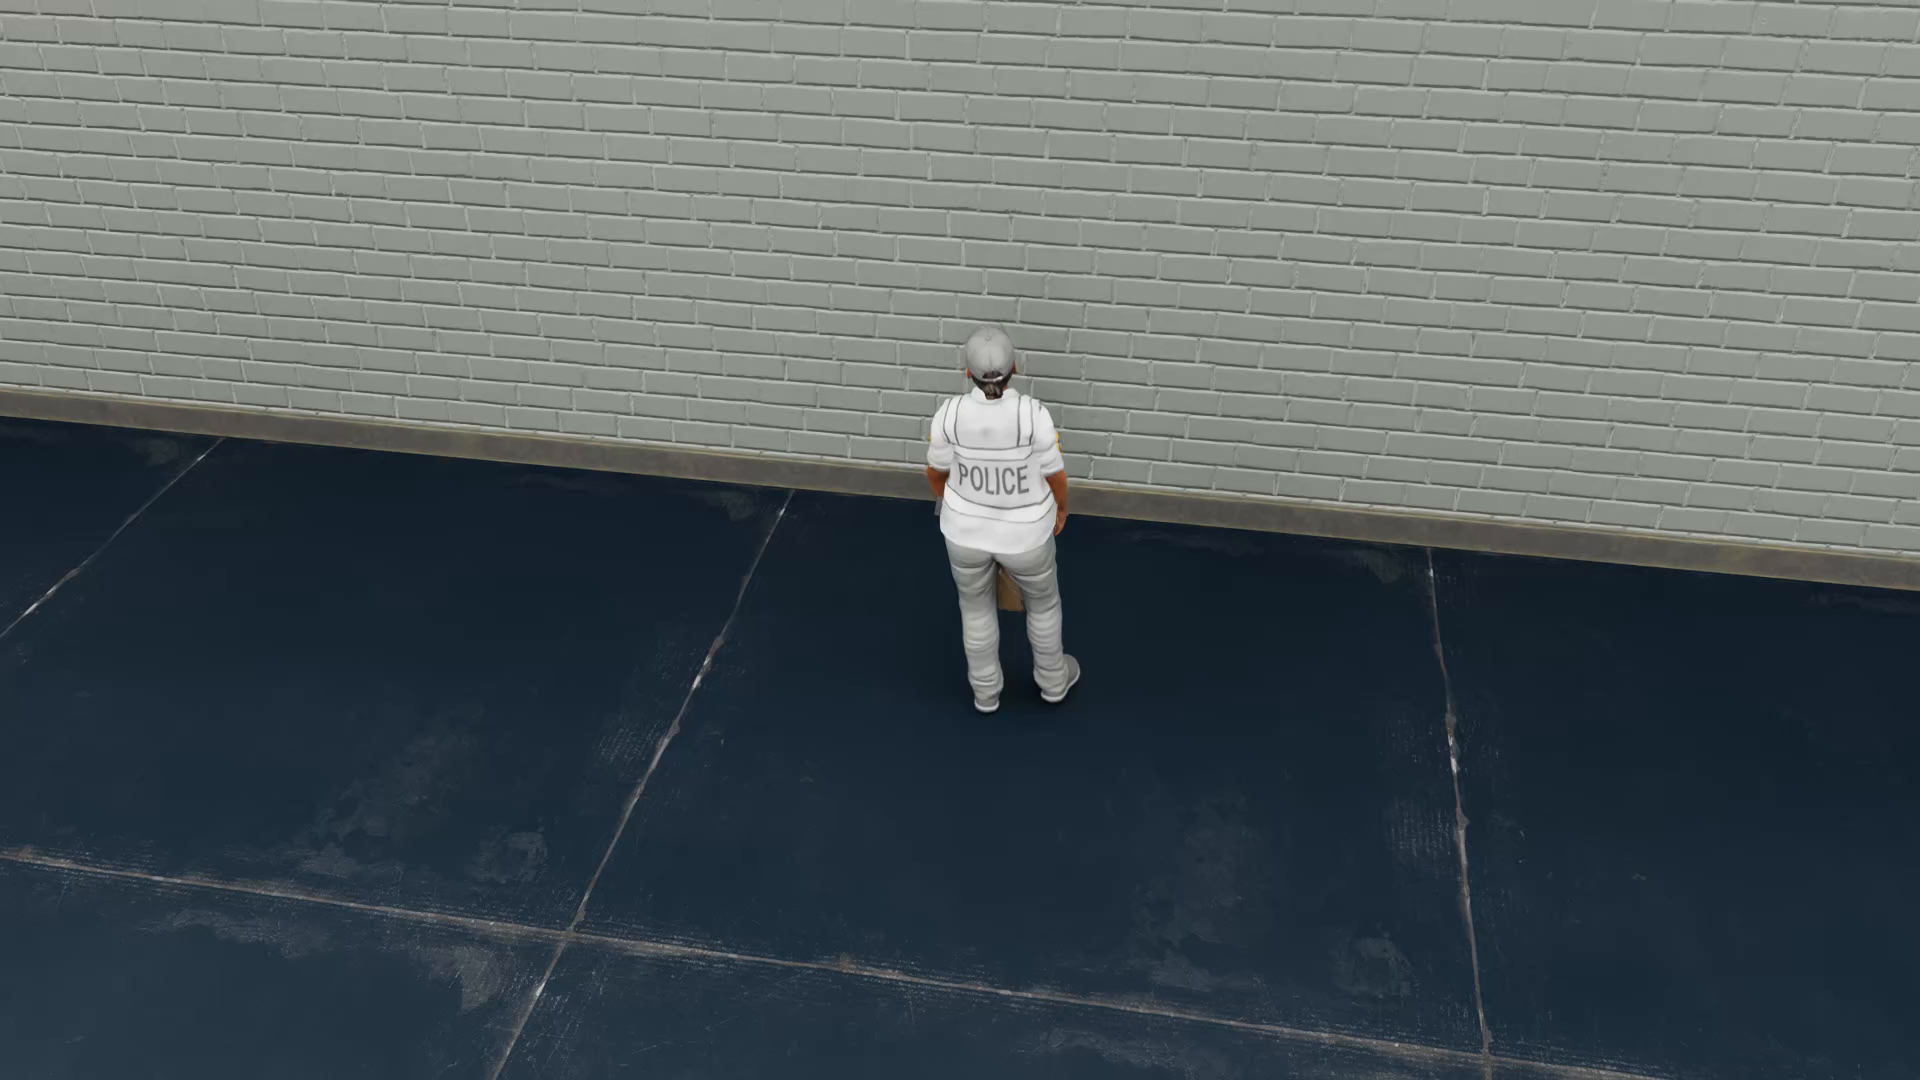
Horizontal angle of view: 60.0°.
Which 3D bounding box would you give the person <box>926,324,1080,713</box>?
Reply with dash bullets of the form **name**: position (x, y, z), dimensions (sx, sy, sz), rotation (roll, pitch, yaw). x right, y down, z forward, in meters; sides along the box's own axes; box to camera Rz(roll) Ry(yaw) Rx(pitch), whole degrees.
- **person**: position (0.177, -0.080, 6.243), dimensions (0.575, 1.670, 0.523), rotation (5, 33, 8)
